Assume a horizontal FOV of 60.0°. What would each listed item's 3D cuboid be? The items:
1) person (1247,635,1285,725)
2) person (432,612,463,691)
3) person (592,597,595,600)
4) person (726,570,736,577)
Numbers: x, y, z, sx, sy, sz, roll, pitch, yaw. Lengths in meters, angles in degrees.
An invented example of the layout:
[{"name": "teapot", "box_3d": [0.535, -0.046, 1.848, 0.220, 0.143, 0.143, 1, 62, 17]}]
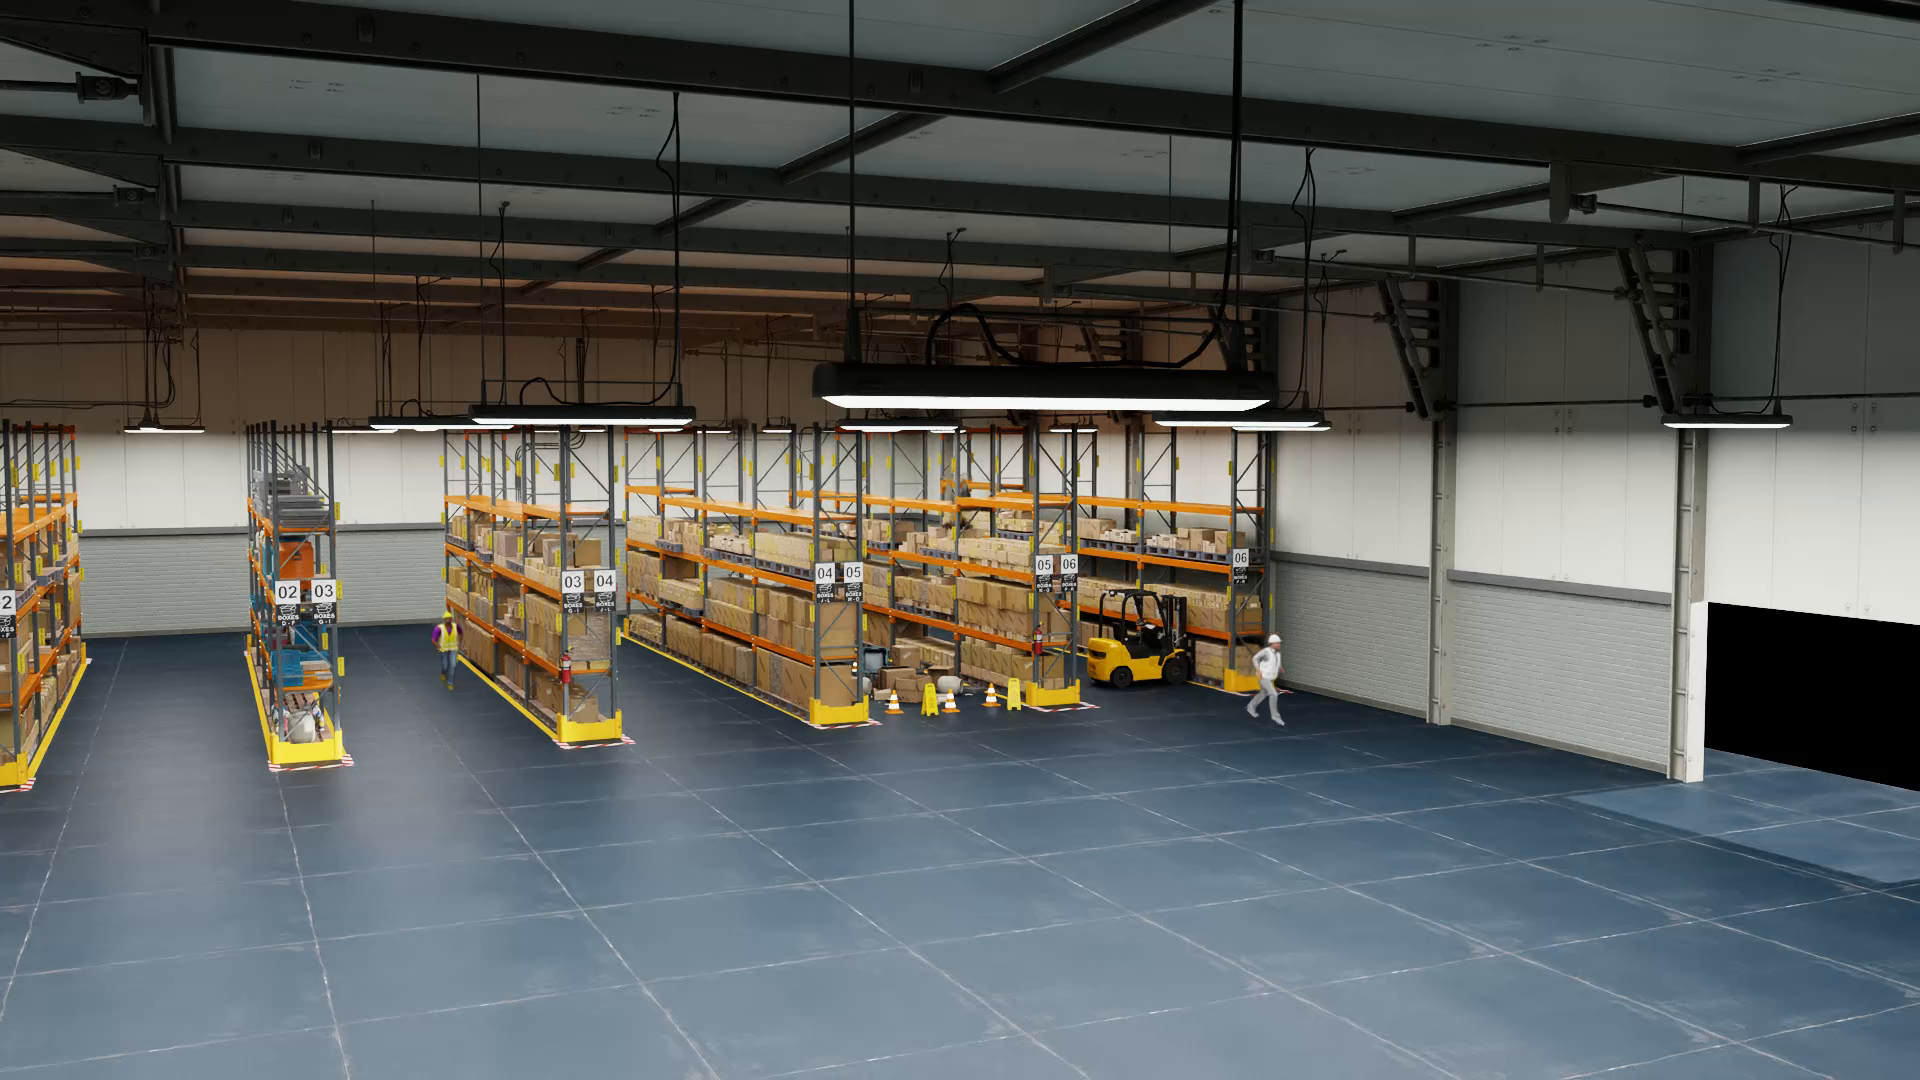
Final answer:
[{"name": "person", "box_3d": [6.113, 2.764, 33.258, 0.658, 1.782, 0.951, -3, 5, -43]}, {"name": "person", "box_3d": [-11.606, 2.513, 37.721, 0.708, 1.762, 0.825, -2, 4, -27]}, {"name": "person", "box_3d": [-10.718, 1.933, 46.922, 0.724, 1.720, 0.938, 1, 4, 9]}, {"name": "person", "box_3d": [-7.122, 1.660, 51.553, 0.579, 1.754, 0.747, 3, 5, 40]}]
